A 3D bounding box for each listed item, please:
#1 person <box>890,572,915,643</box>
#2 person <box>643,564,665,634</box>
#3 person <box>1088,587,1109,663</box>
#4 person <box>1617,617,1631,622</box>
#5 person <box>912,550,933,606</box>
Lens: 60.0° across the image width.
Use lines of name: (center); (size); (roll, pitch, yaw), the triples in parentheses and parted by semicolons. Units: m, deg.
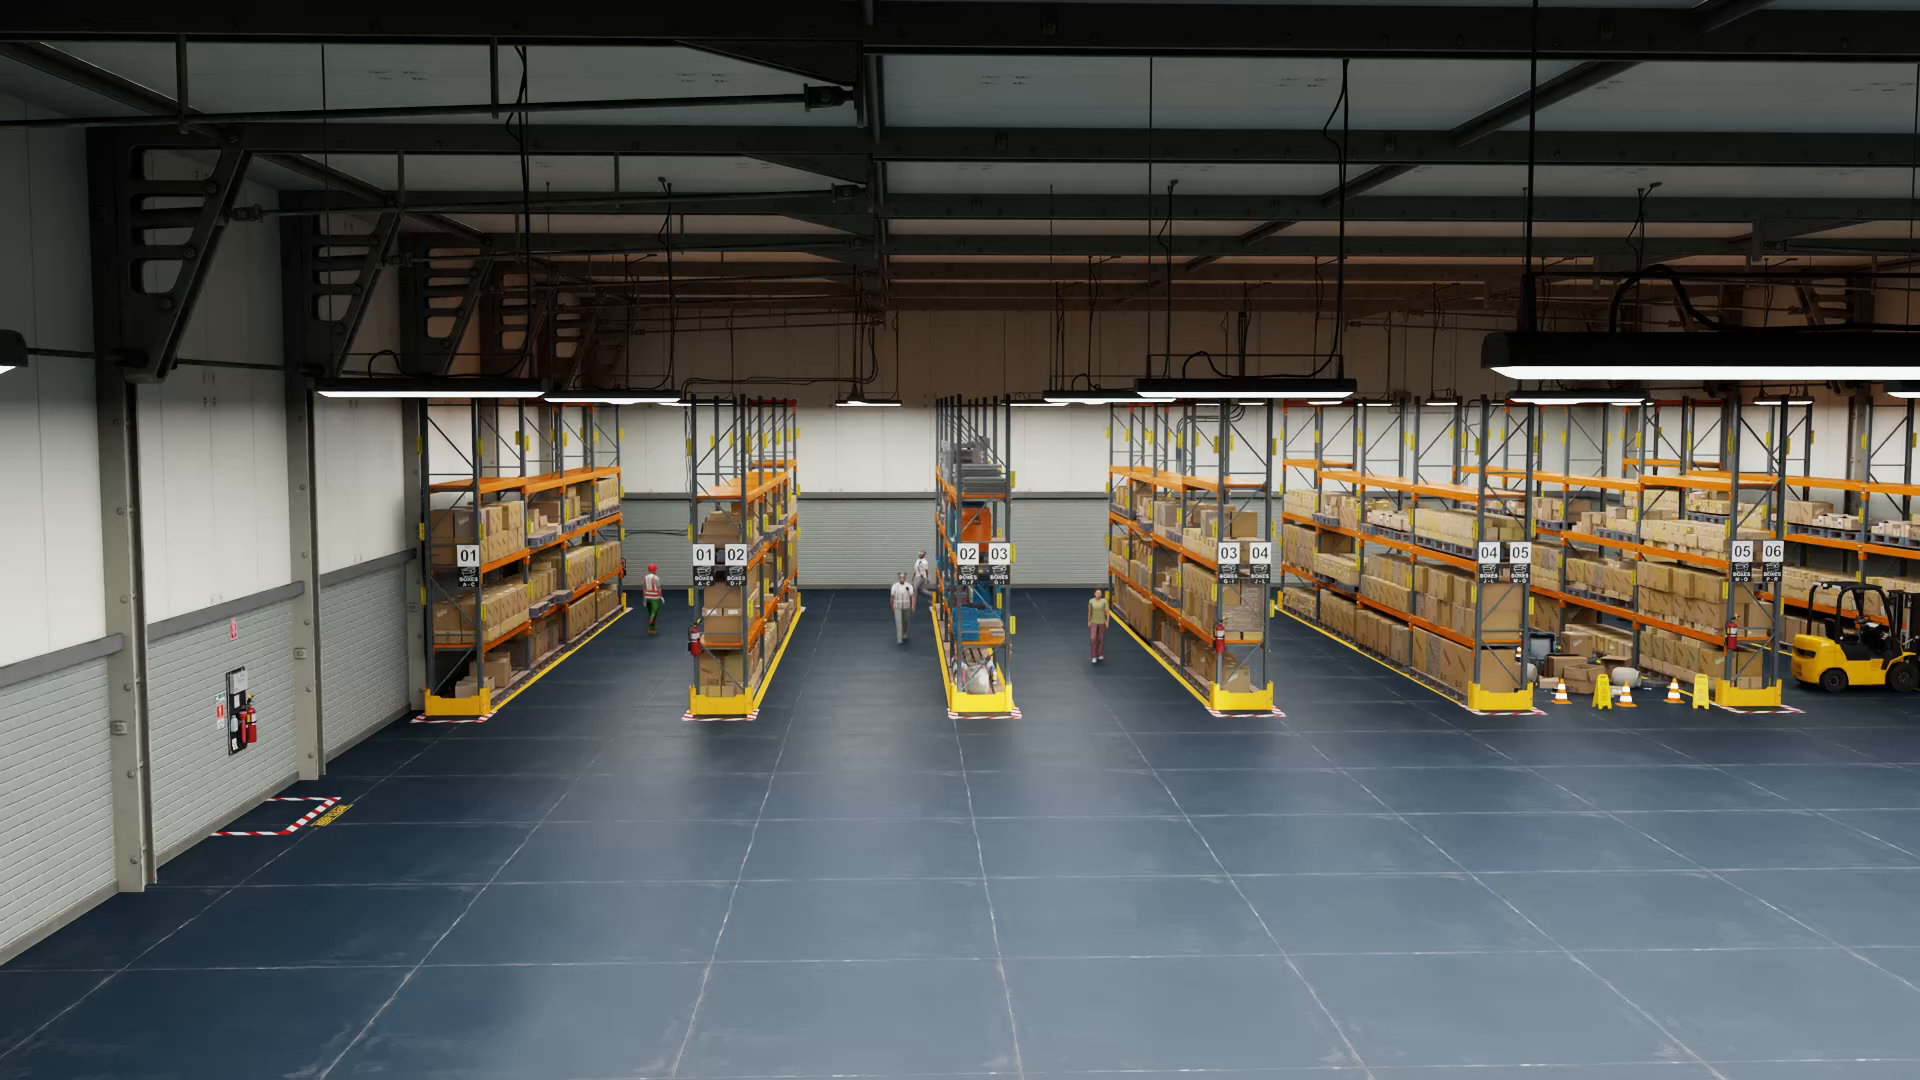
person: (-1.411, 1.630, 40.867); (0.584, 1.711, 1.078); (0, 5, -5)
person: (-7.833, 1.503, 42.379); (0.582, 1.787, 0.733); (3, 6, 35)
person: (3.156, 1.899, 37.835); (0.485, 1.664, 0.559); (0, 5, 6)
person: (17.879, 1.336, 44.723); (0.543, 1.707, 0.466); (-3, 5, -34)
person: (-1.126, 1.089, 48.305); (0.980, 1.636, 0.426); (-1, 5, -17)
